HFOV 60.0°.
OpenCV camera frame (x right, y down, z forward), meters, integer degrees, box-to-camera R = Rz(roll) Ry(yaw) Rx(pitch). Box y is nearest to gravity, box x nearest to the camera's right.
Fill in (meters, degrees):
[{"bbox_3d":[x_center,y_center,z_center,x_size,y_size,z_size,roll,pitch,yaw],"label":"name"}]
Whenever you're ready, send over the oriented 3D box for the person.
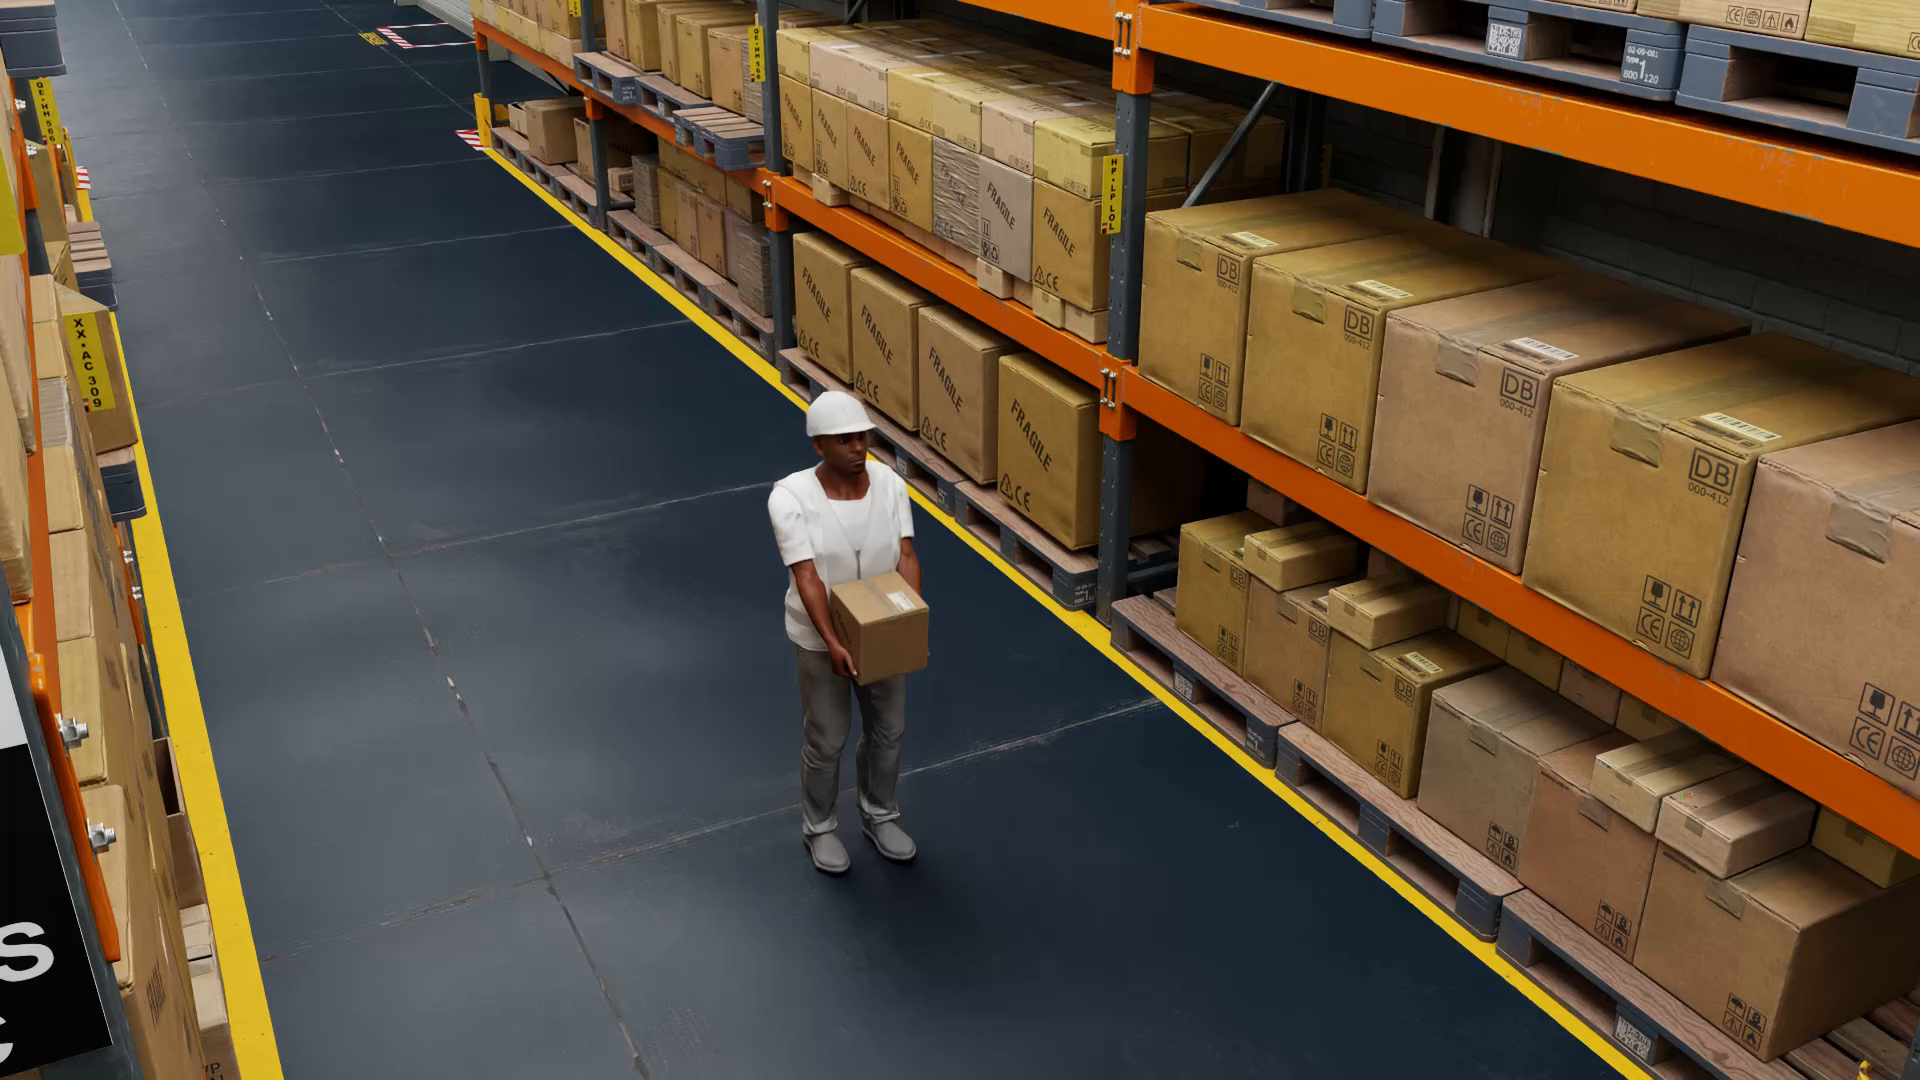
[{"bbox_3d":[-0.349,0.362,5.826,0.502,1.761,0.577,-13,28,-25],"label":"person"}]
